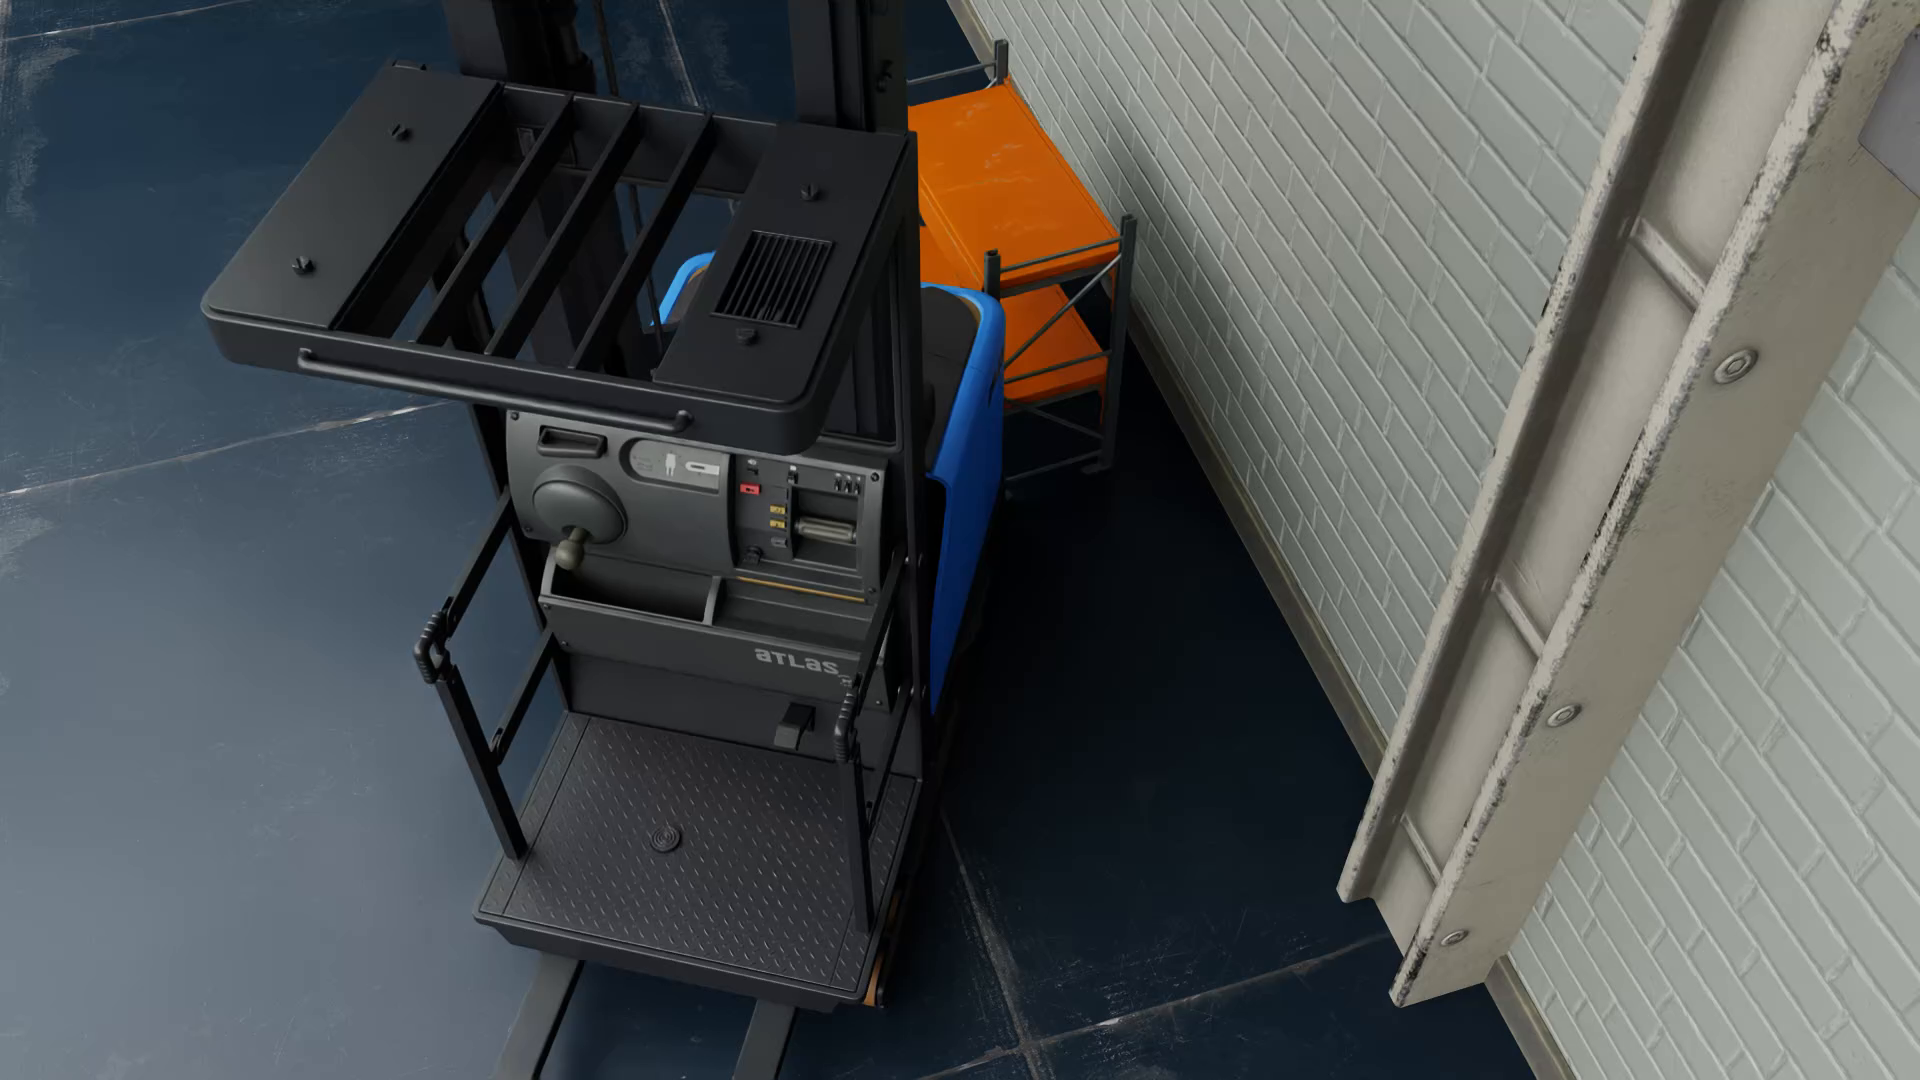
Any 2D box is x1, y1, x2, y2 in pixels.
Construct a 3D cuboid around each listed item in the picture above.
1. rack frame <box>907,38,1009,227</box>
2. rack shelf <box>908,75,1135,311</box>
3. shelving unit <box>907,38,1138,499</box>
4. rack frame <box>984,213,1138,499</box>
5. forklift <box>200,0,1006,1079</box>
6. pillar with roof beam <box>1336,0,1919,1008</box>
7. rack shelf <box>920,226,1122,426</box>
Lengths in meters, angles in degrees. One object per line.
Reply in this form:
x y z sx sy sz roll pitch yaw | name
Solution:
-0.069 -1.287 6.099 0.500 1.125 0.032 -17 52 -14 | rack frame
0.120 -1.115 5.571 0.538 0.278 1.000 -17 52 -14 | rack shelf
0.120 -0.926 5.795 0.538 1.125 1.048 -17 52 -14 | shelving unit
0.310 -0.566 5.491 0.500 1.125 0.032 -17 52 -14 | rack frame
-0.676 0.026 3.811 1.130 2.935 3.031 10 51 8 | forklift
-2.803 -0.798 0.537 9.100 9.000 0.400 -13 51 -11 | pillar with roof beam
0.120 -0.769 5.982 0.538 0.278 1.000 -17 52 -14 | rack shelf
